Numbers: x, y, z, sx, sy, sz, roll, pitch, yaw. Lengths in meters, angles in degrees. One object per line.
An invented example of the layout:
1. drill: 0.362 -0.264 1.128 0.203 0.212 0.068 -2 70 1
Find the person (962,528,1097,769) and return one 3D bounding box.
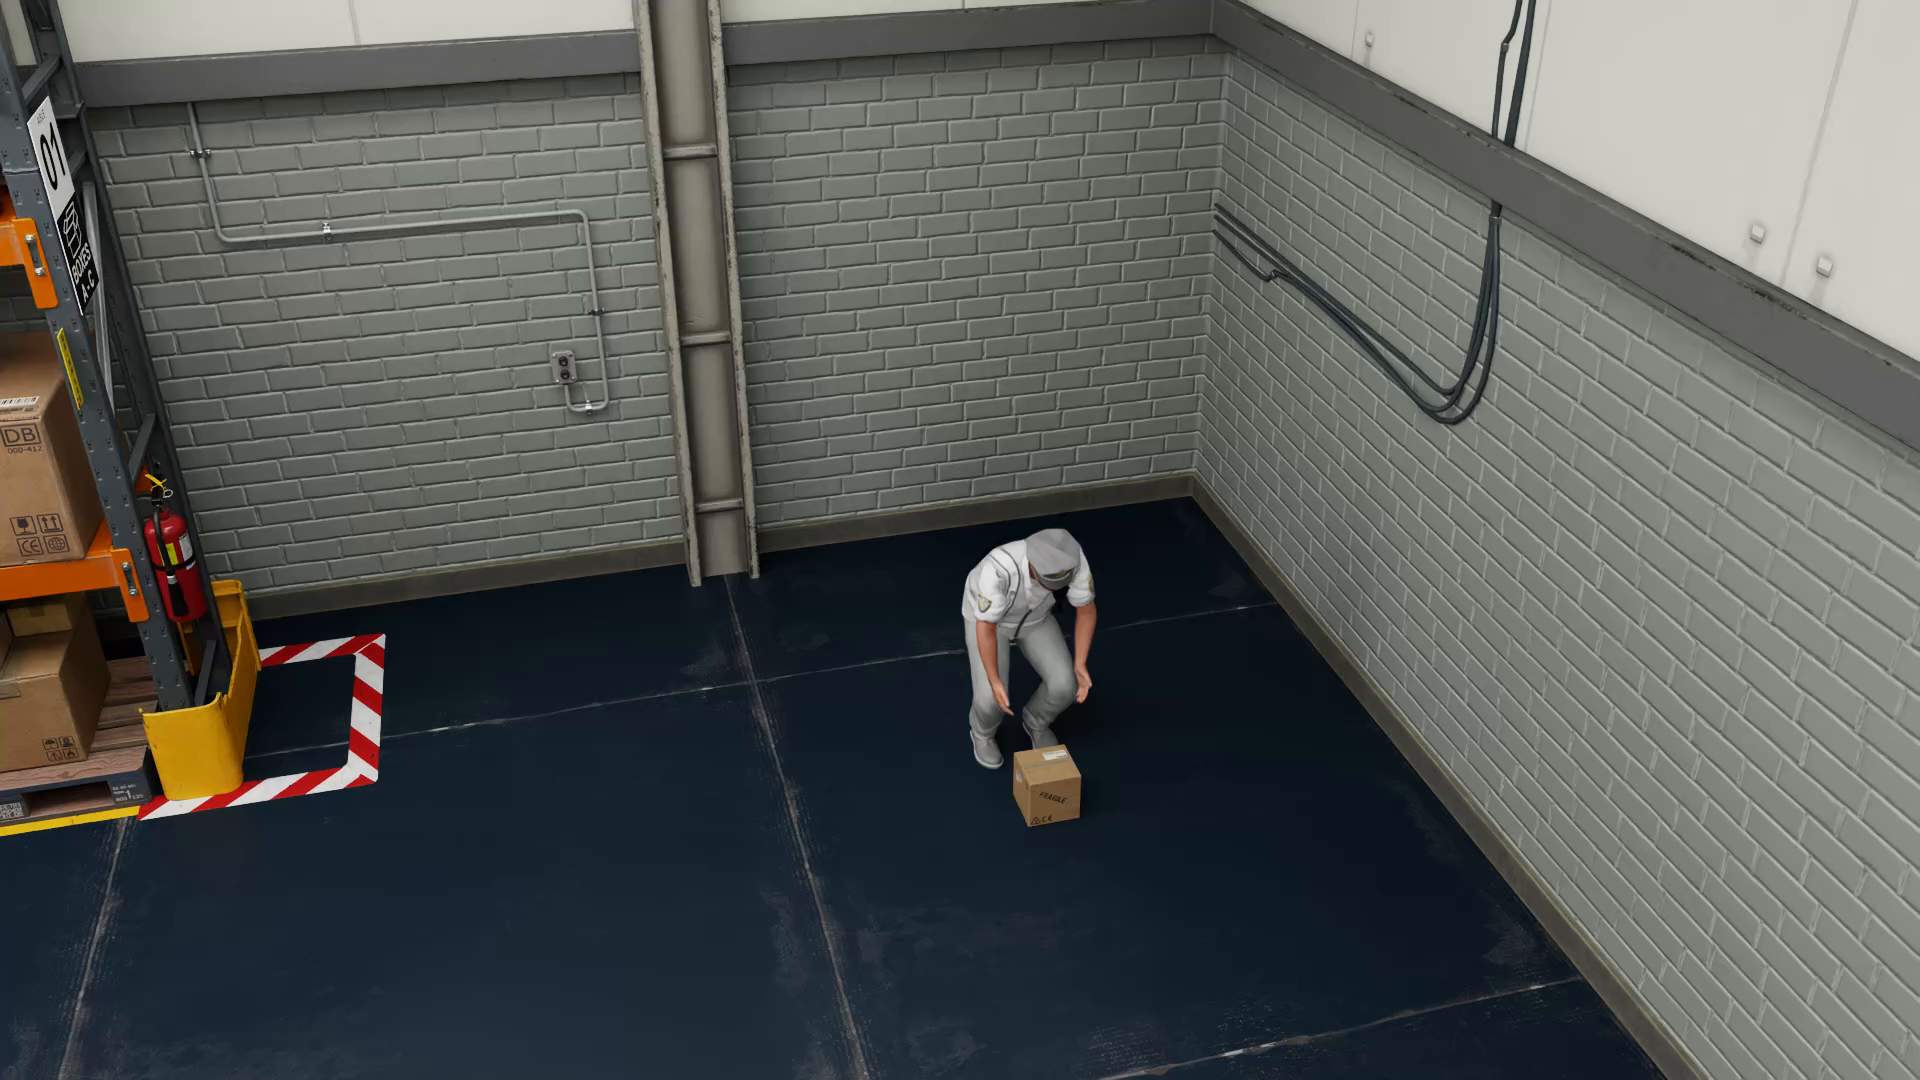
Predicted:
1. person: 0.324 0.454 7.827 0.590 1.381 0.826 -8 31 -13
